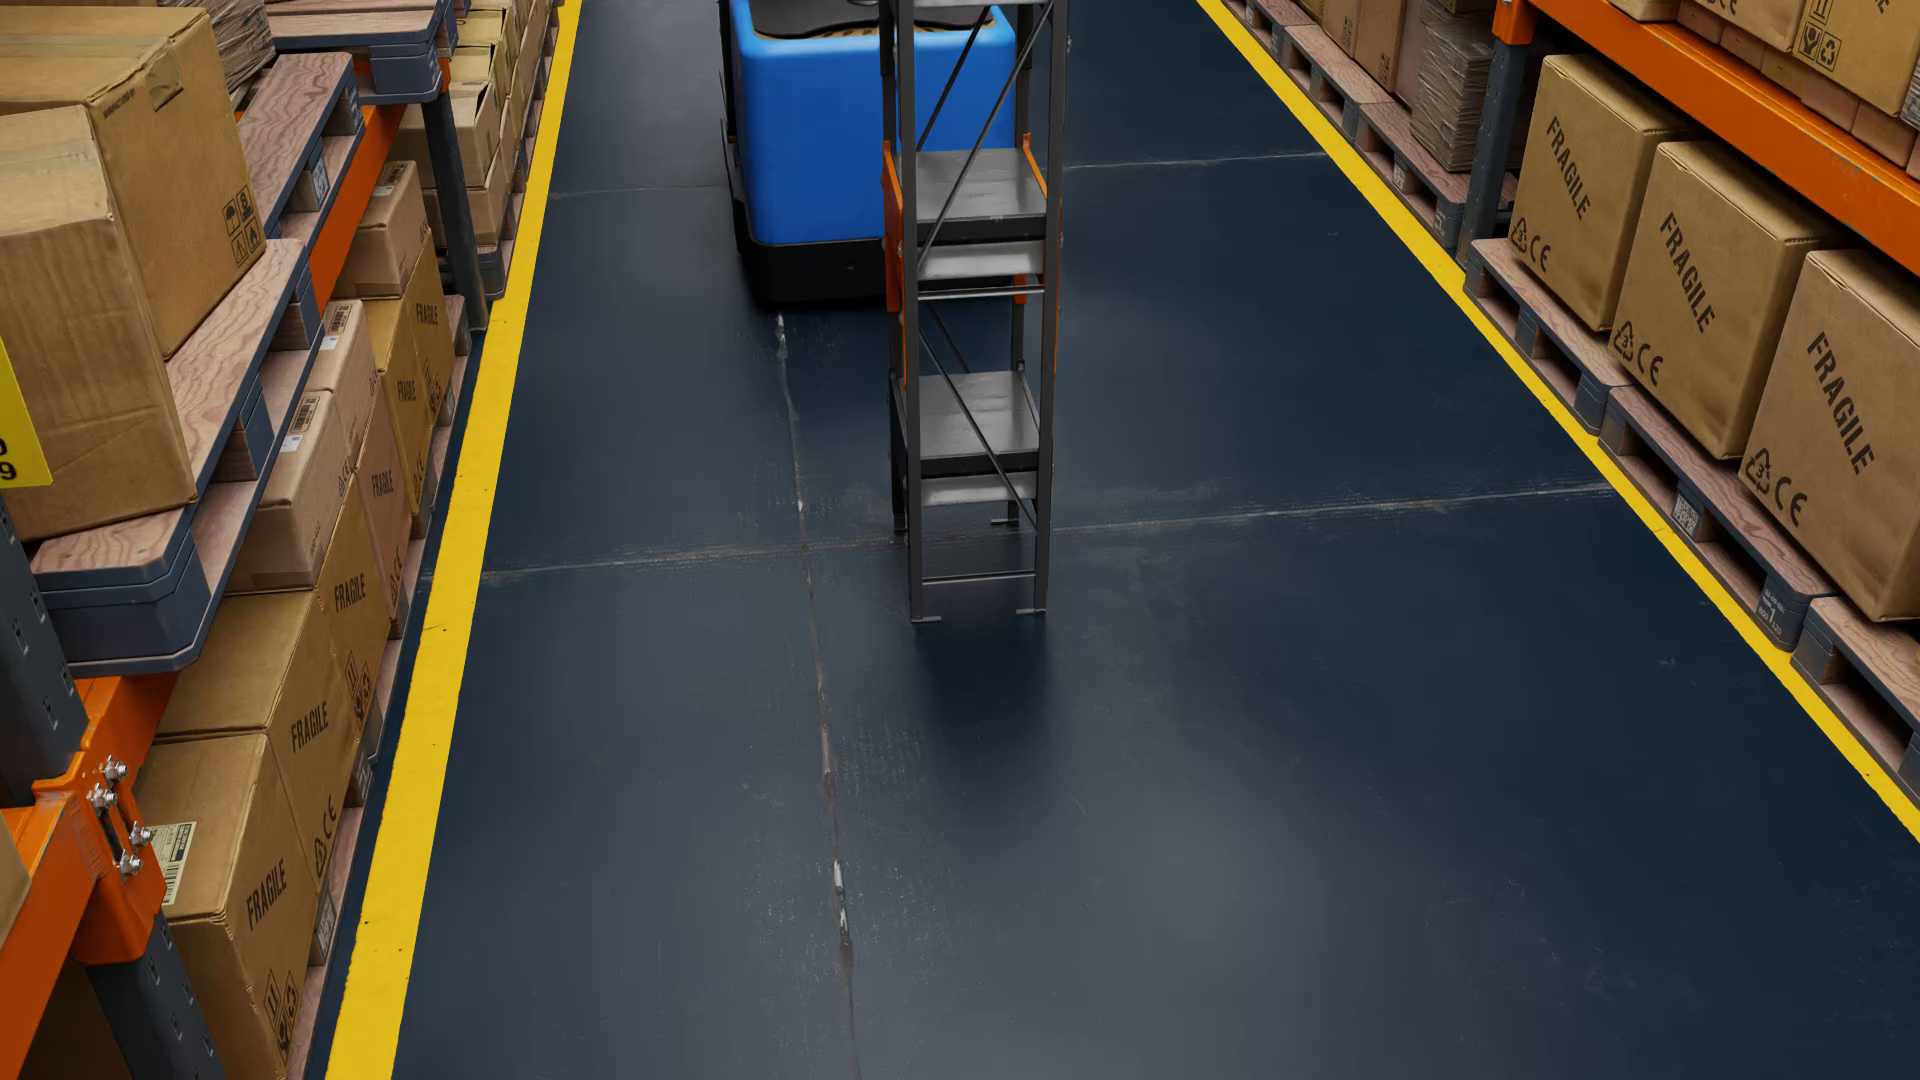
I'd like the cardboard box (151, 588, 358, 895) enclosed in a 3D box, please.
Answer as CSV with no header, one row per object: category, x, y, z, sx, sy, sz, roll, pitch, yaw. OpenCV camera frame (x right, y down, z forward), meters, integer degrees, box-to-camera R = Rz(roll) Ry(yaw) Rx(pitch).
cardboard box,-1.701,0.464,3.735,0.500,0.500,0.500,-4,34,-6

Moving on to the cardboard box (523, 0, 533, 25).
cardboard box,-2.391,-2.763,8.211,0.500,0.311,0.500,-4,35,-7

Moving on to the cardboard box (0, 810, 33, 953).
cardboard box,-1.473,0.416,1.887,0.500,0.500,0.500,-4,34,-6

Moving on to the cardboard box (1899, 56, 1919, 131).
cardboard box,2.664,-1.156,3.911,0.500,0.500,0.500,-4,35,-6

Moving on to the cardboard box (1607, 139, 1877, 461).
cardboard box,2.656,-0.787,5.278,0.750,0.750,0.750,-5,35,-7

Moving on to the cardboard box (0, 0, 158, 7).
cardboard box,-2.093,-0.998,3.590,0.700,0.500,0.500,-13,36,-18

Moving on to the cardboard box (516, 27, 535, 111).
cardboard box,-2.325,-2.243,7.946,0.500,0.250,0.500,-4,34,-5

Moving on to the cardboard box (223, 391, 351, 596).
cardboard box,-1.753,-0.108,3.907,0.500,0.250,0.500,-4,35,-6

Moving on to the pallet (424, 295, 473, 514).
pallet,-2.270,-0.463,5.742,1.003,0.211,1.213,-4,35,-6

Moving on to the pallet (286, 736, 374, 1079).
pallet,-1.942,0.899,3.744,1.003,0.211,1.213,-4,35,-6

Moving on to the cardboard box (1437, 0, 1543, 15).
cardboard box,2.412,-2.591,7.552,0.500,0.250,0.500,-4,34,-5

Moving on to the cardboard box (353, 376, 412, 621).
cardboard box,-1.828,-0.098,4.559,0.500,0.500,0.500,-6,35,-8

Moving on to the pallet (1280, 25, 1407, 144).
pallet,2.311,-2.375,8.548,1.003,0.211,1.213,-4,35,-6

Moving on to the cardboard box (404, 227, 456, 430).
cardboard box,-1.974,-0.679,5.412,0.500,0.500,0.500,-3,34,-5

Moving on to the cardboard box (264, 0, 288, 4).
cardboard box,-2.136,-1.906,4.922,0.700,0.500,0.500,-16,37,-22

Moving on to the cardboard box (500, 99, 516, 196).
cardboard box,-2.181,-1.667,7.101,0.500,0.250,0.500,-5,35,-8

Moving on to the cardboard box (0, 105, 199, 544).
cardboard box,-1.637,-0.299,2.563,0.700,0.500,0.500,-16,37,-22

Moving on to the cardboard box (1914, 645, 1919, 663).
cardboard box,2.897,0.182,3.855,0.750,0.750,0.750,-4,34,-6

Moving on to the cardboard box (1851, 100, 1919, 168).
cardboard box,2.636,-1.113,4.424,0.380,0.149,0.250,-3,34,-5

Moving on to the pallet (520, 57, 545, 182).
pallet,-2.566,-2.024,8.032,1.003,0.211,1.213,-4,35,-6

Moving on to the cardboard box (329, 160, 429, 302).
cardboard box,-1.963,-0.958,5.155,0.500,0.250,0.500,-3,34,-5

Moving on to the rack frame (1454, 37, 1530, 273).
rack frame,2.575,-2.412,6.125,1.000,3.000,0.127,-4,35,-6

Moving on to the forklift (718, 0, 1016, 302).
forklift,-0.533,-2.958,6.988,1.130,2.935,3.031,-6,35,-8

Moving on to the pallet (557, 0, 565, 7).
pallet,-2.936,-3.561,10.288,1.003,0.211,1.213,-4,35,-6

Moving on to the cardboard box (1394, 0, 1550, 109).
cardboard box,2.473,-2.255,7.724,0.700,0.500,0.500,-4,35,-6

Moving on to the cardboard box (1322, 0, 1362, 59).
cardboard box,2.301,-2.811,8.540,0.700,0.500,0.500,-4,34,-6

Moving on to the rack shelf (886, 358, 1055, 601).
rack shelf,0.022,-0.186,4.925,0.431,0.518,0.480,-4,35,-6

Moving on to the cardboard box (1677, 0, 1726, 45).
cardboard box,2.523,-1.688,5.269,0.380,0.149,0.250,-5,35,-7

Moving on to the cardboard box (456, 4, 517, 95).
cardboard box,-2.257,-2.195,7.379,0.500,0.311,0.500,-5,35,-8

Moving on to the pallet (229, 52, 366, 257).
pallet,-2.067,-0.870,4.034,1.003,0.211,1.213,-4,35,-6

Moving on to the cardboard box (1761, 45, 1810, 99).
cardboard box,2.591,-1.399,4.845,0.380,0.149,0.250,-4,34,-6

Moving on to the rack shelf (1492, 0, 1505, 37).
rack shelf,2.307,-3.231,7.966,1.077,0.370,4.000,-4,35,-6

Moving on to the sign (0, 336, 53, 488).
sign,-1.258,-0.205,2.119,0.100,0.325,0.005,-4,35,-6

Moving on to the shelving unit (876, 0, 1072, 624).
shelving unit,0.022,-0.775,4.523,0.431,2.100,0.503,-4,35,-6

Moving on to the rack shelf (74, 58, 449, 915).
rack shelf,-2.064,-0.621,4.137,1.077,0.370,4.000,-4,35,-6

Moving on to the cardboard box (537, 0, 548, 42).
cardboard box,-2.461,-2.812,8.782,0.500,0.250,0.500,-5,35,-7

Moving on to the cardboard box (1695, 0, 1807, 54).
cardboard box,2.514,-1.724,4.745,0.500,0.500,0.500,-5,35,-7

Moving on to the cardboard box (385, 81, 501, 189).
cardboard box,-2.112,-1.618,6.531,0.500,0.311,0.500,-3,34,-5

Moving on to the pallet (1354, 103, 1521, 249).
pallet,2.472,-1.696,7.551,1.003,0.211,1.213,-4,35,-6

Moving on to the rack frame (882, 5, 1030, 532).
rack frame,-0.011,-0.911,4.723,0.400,2.100,0.015,-4,35,-6

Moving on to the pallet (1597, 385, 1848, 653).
pallet,2.768,-0.135,5.260,1.003,0.211,1.213,-4,35,-6
